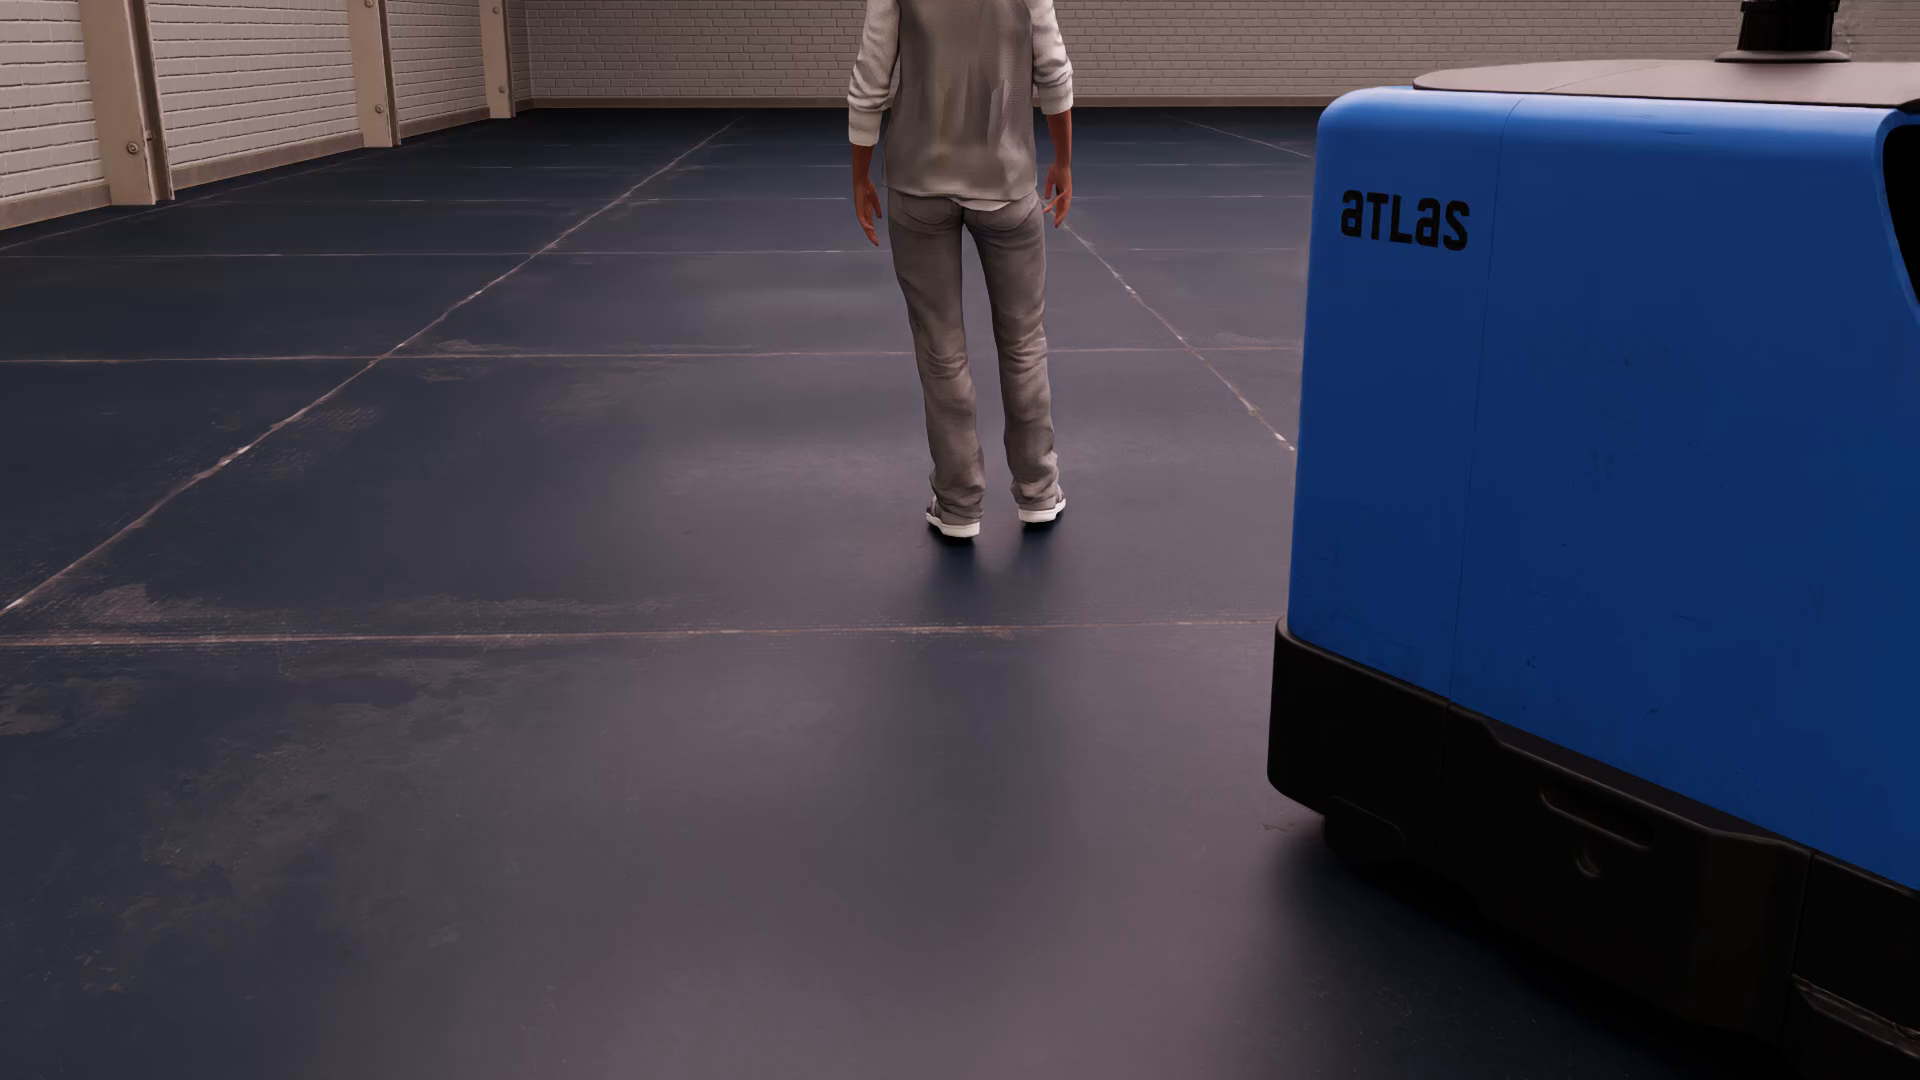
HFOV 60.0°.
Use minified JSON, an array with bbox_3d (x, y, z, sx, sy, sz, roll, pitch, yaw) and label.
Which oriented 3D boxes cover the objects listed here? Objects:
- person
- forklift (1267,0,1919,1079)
[{"bbox_3d":[0.010,-0.792,3.753,0.521,1.596,0.475,-1,17,-3],"label":"person"},{"bbox_3d":[1.697,-0.698,1.190,1.130,2.935,3.031,-11,20,-32],"label":"forklift"}]
